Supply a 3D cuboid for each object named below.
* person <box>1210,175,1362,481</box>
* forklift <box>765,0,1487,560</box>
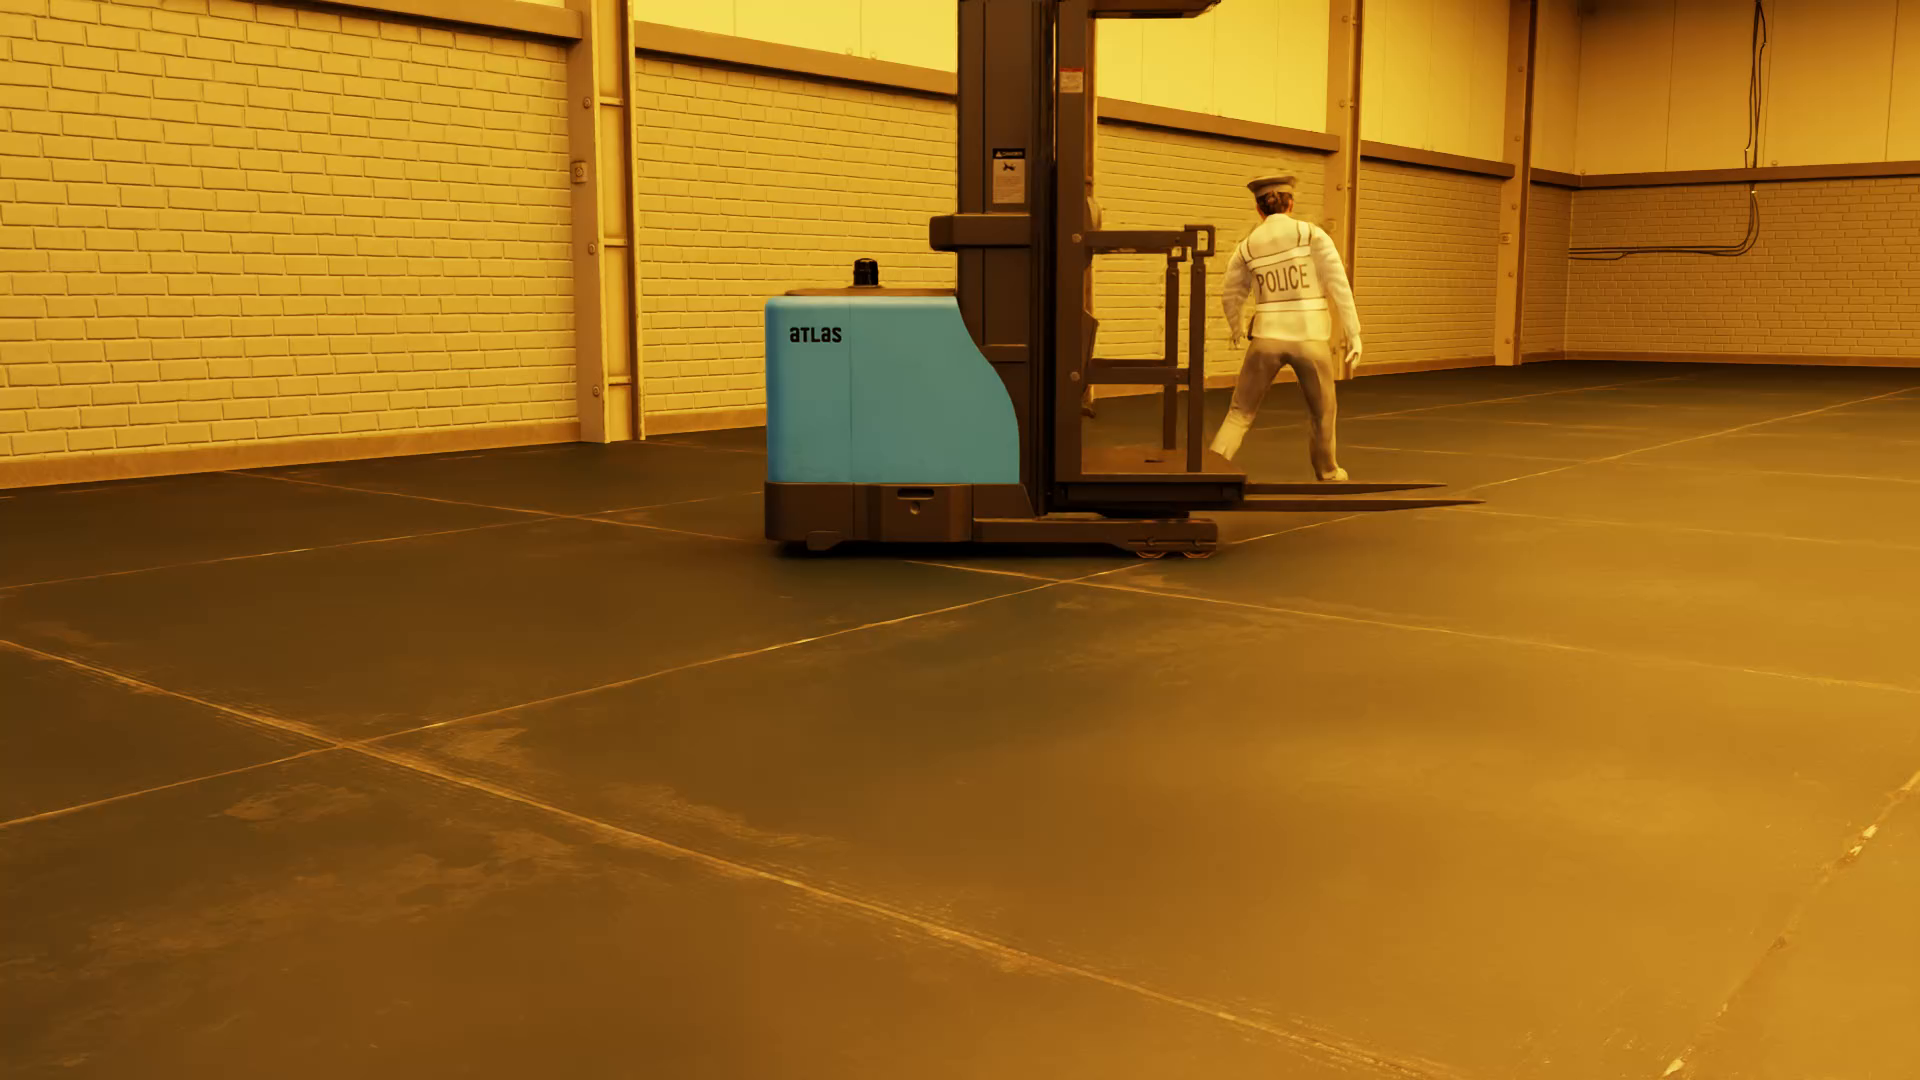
[{"bbox_3d":[1.554,-0.963,8.034,0.822,1.549,0.900,4,9,23],"label":"person"},{"bbox_3d":[0.709,-1.446,7.164,3.031,2.935,1.130,0,8,1],"label":"forklift"}]
